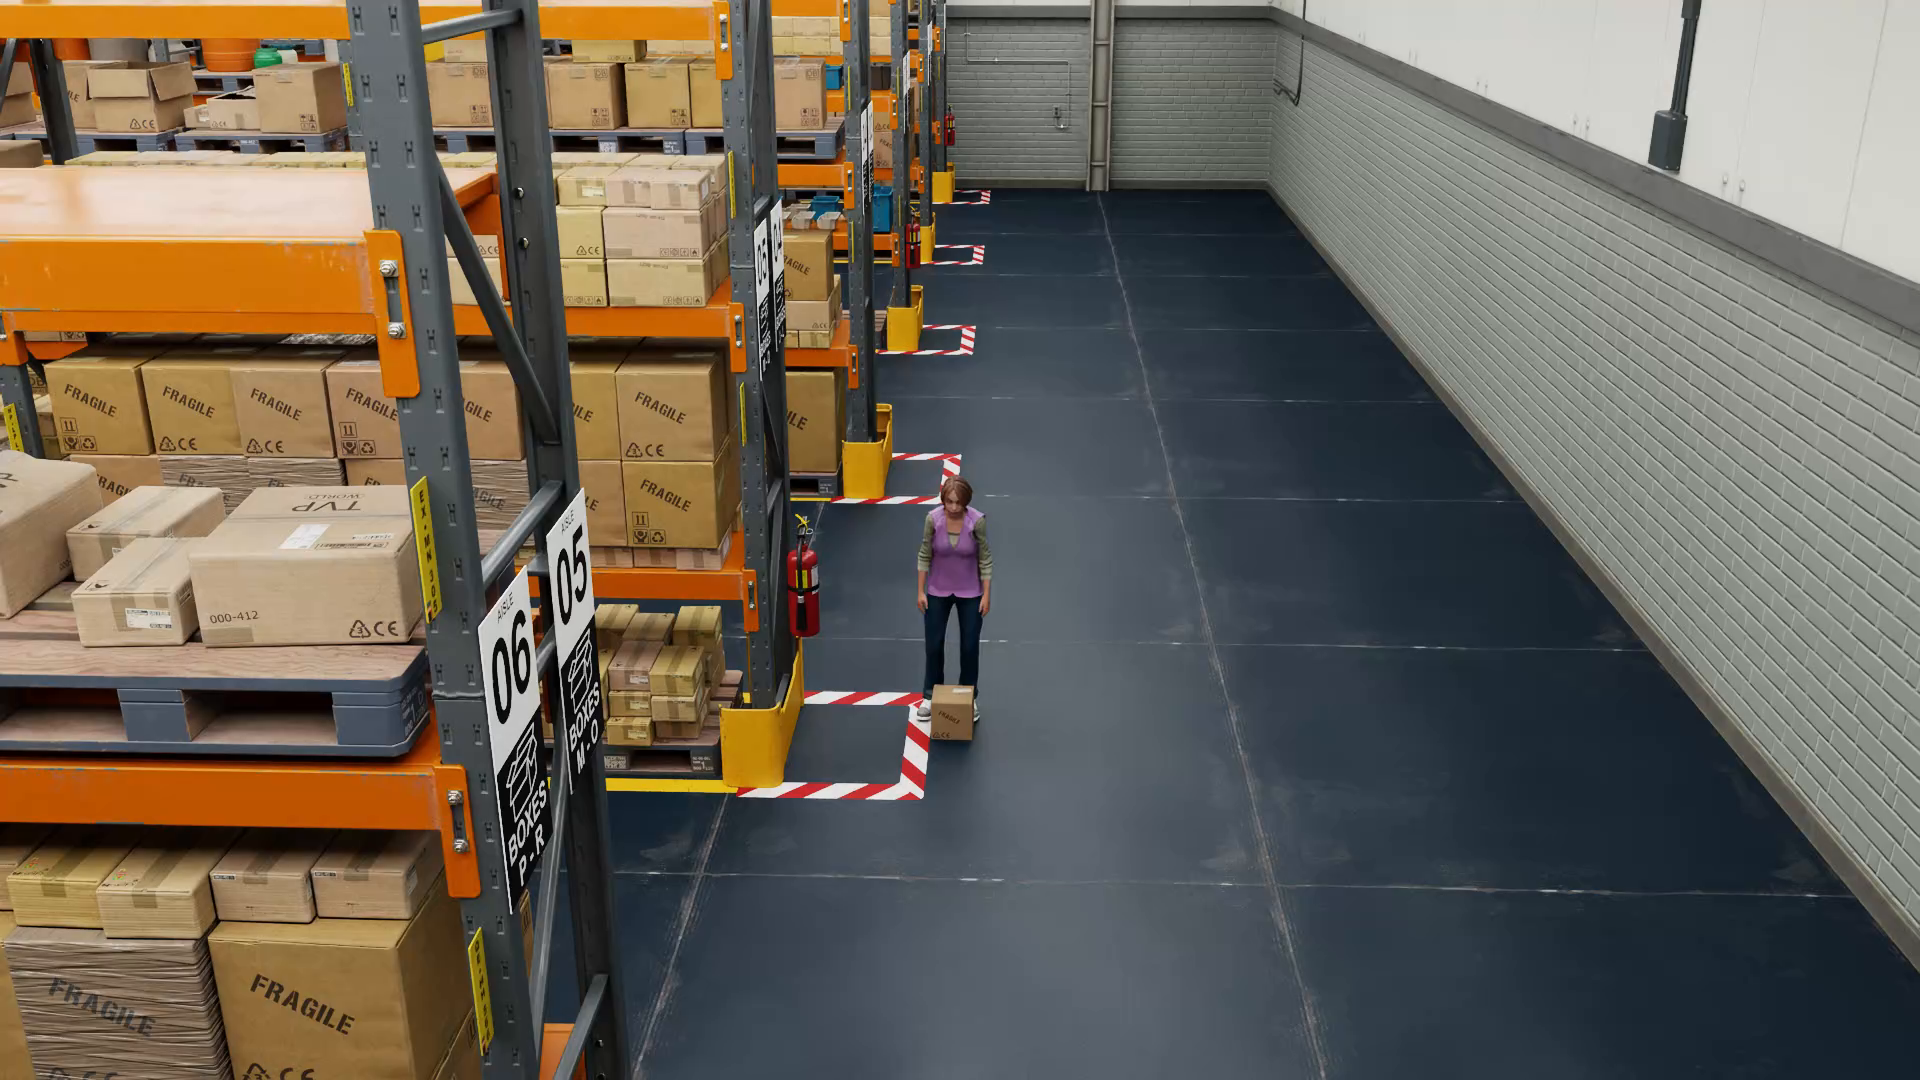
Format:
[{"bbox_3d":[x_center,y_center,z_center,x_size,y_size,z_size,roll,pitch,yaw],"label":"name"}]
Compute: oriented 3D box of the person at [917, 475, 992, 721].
[{"bbox_3d":[-0.034,0.345,10.201,0.462,1.594,0.344,2,21,5],"label":"person"}]
